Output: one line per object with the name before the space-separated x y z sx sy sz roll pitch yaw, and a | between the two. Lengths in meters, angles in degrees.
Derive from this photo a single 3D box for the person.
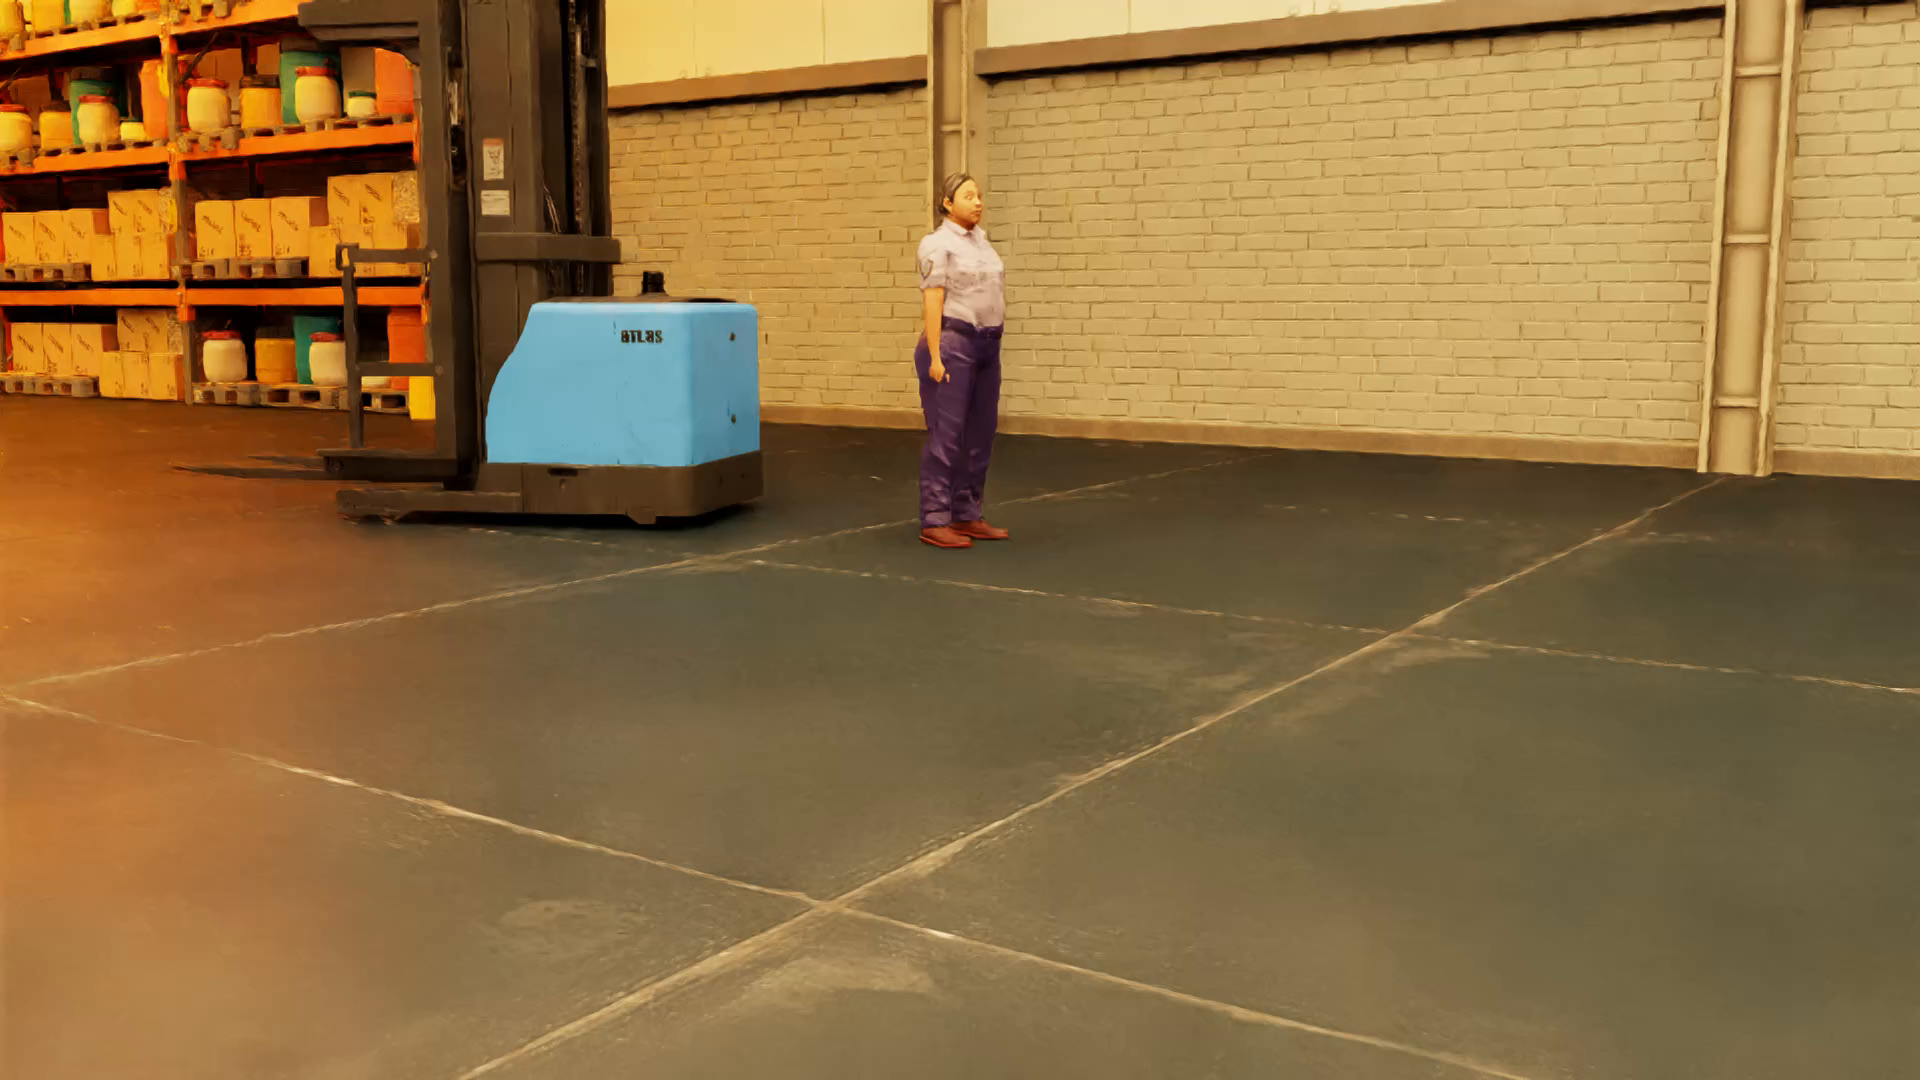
person | 0.008 -0.812 7.473 0.349 1.653 0.480 5 10 34

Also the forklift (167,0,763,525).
forklift | -2.610 -1.608 8.502 3.031 2.935 1.130 2 8 14
